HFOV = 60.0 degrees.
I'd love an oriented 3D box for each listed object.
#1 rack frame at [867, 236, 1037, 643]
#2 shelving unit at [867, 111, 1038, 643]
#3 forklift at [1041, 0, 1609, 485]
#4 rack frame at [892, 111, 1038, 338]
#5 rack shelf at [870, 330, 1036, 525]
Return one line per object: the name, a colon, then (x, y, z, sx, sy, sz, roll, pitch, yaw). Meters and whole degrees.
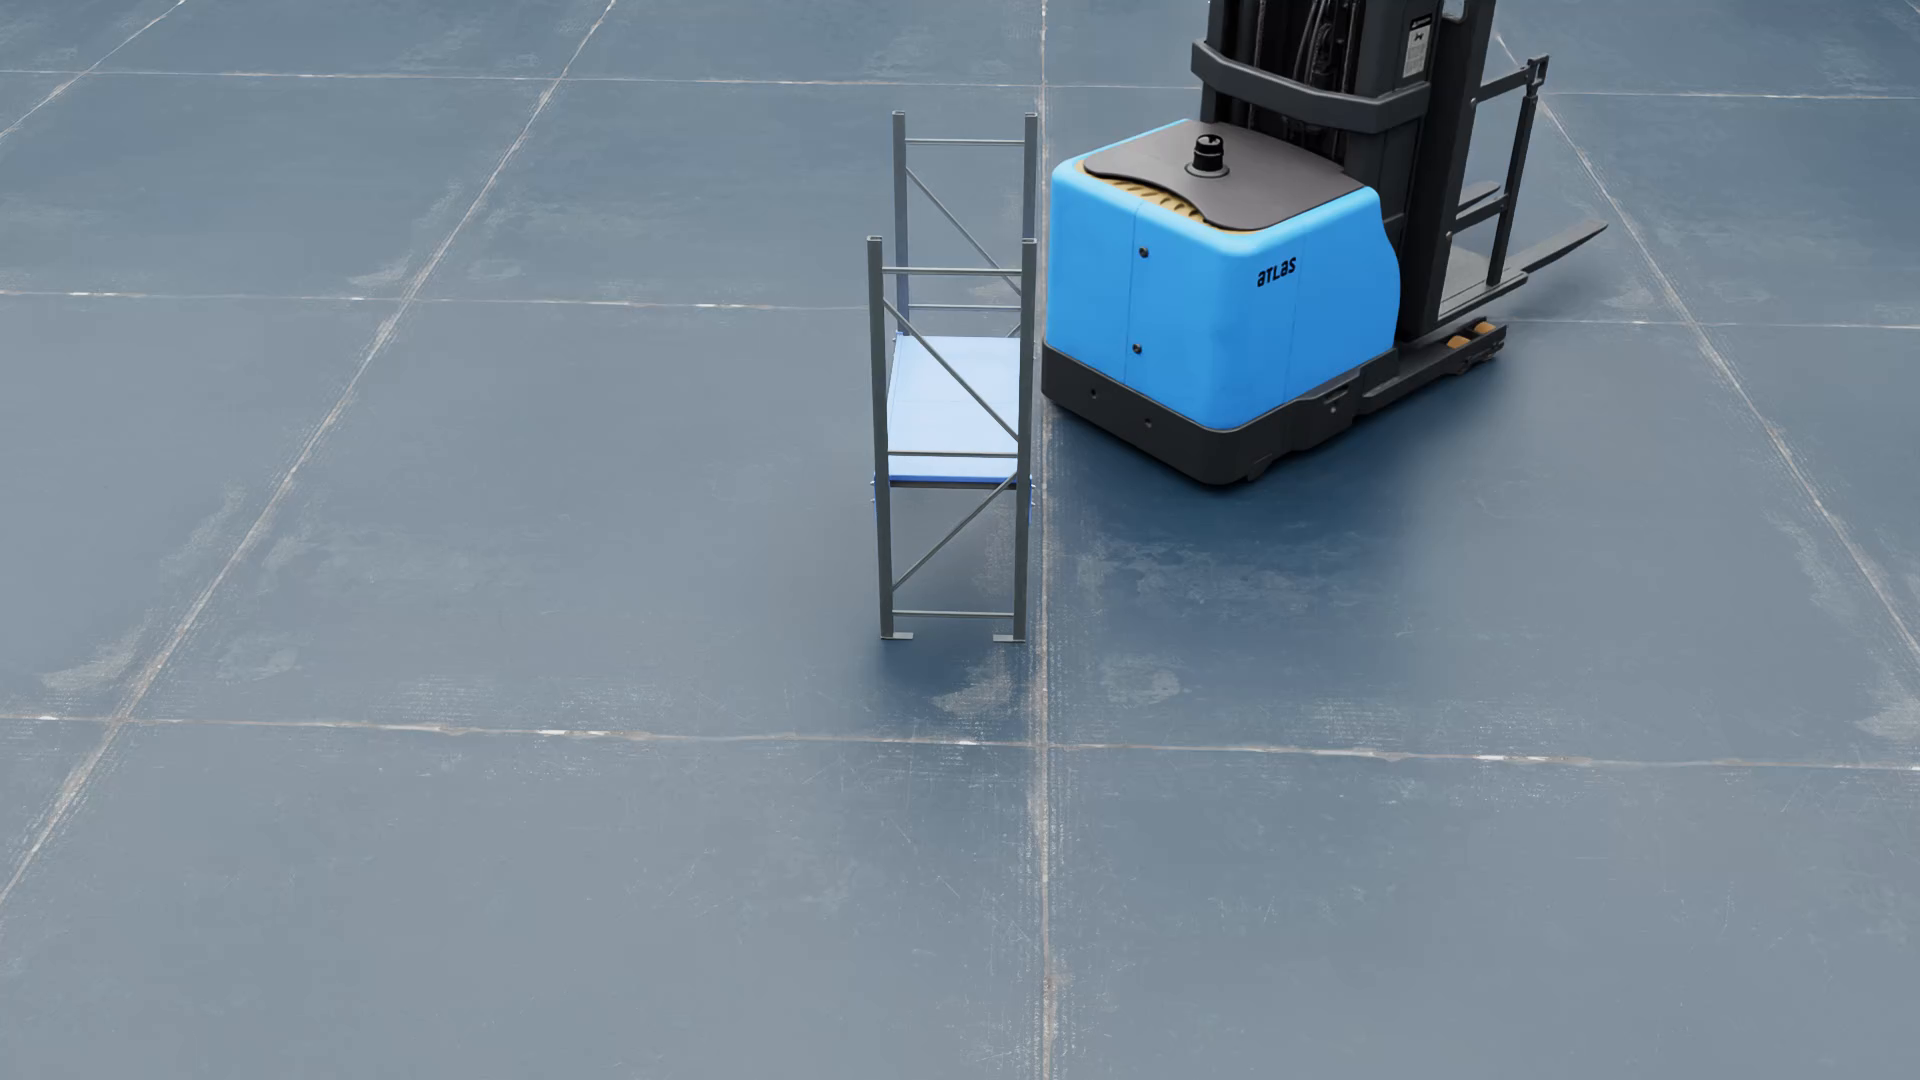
rack frame: (-0.024, -0.273, 5.333, 0.500, 1.500, 0.032, 1, 35, 2)
shelving unit: (-0.003, -0.565, 5.749, 0.538, 1.500, 1.048, 1, 35, 2)
forklift: (1.784, -2.127, 6.728, 3.031, 2.935, 1.130, -27, 43, -33)
rack frame: (0.017, -0.857, 6.165, 0.500, 1.500, 0.032, 1, 35, 2)
rack shelf: (-0.003, -0.417, 5.852, 0.538, 0.185, 1.000, 1, 35, 2)
